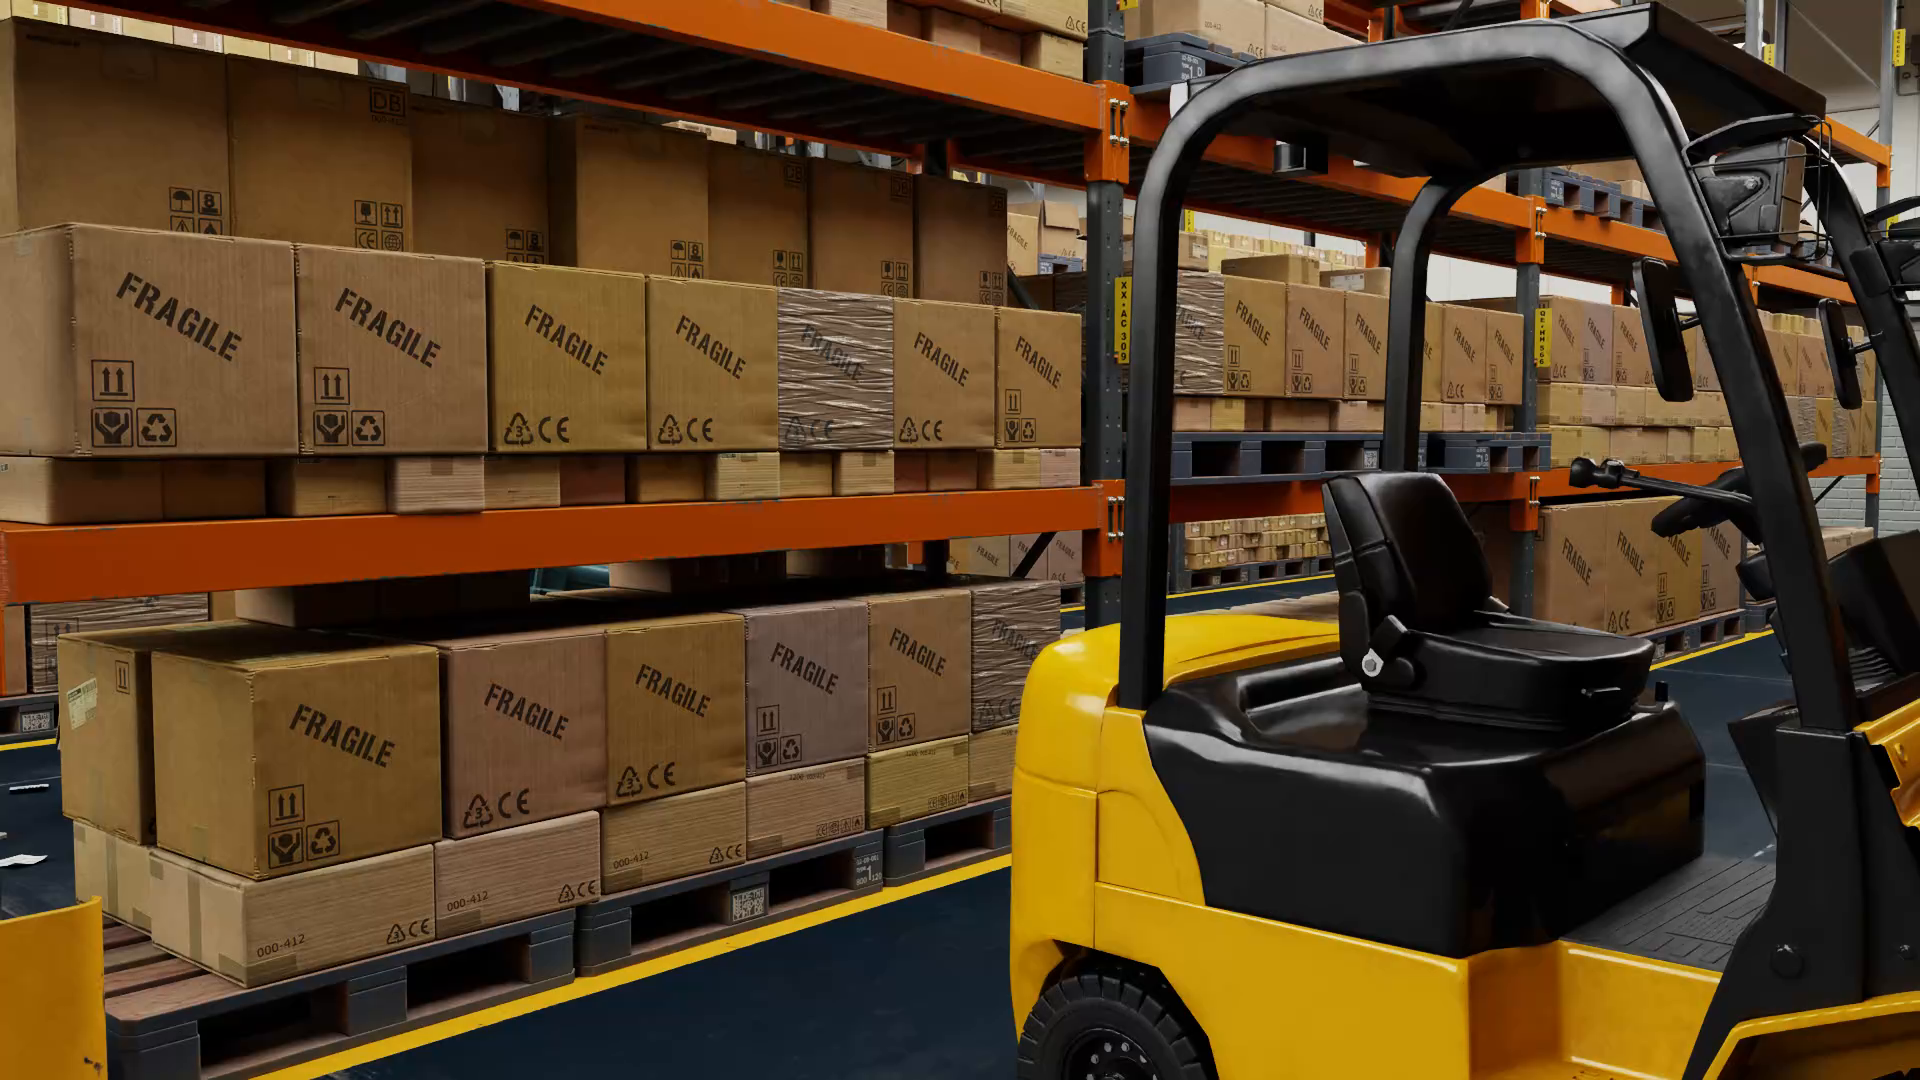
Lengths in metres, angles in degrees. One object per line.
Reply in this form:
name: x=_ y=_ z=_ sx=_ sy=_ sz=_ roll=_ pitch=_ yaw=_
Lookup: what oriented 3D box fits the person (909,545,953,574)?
person: x=-0.181 y=-0.085 z=11.518 sx=0.496 sy=1.669 sz=0.519 roll=1 pitch=4 yaw=11
